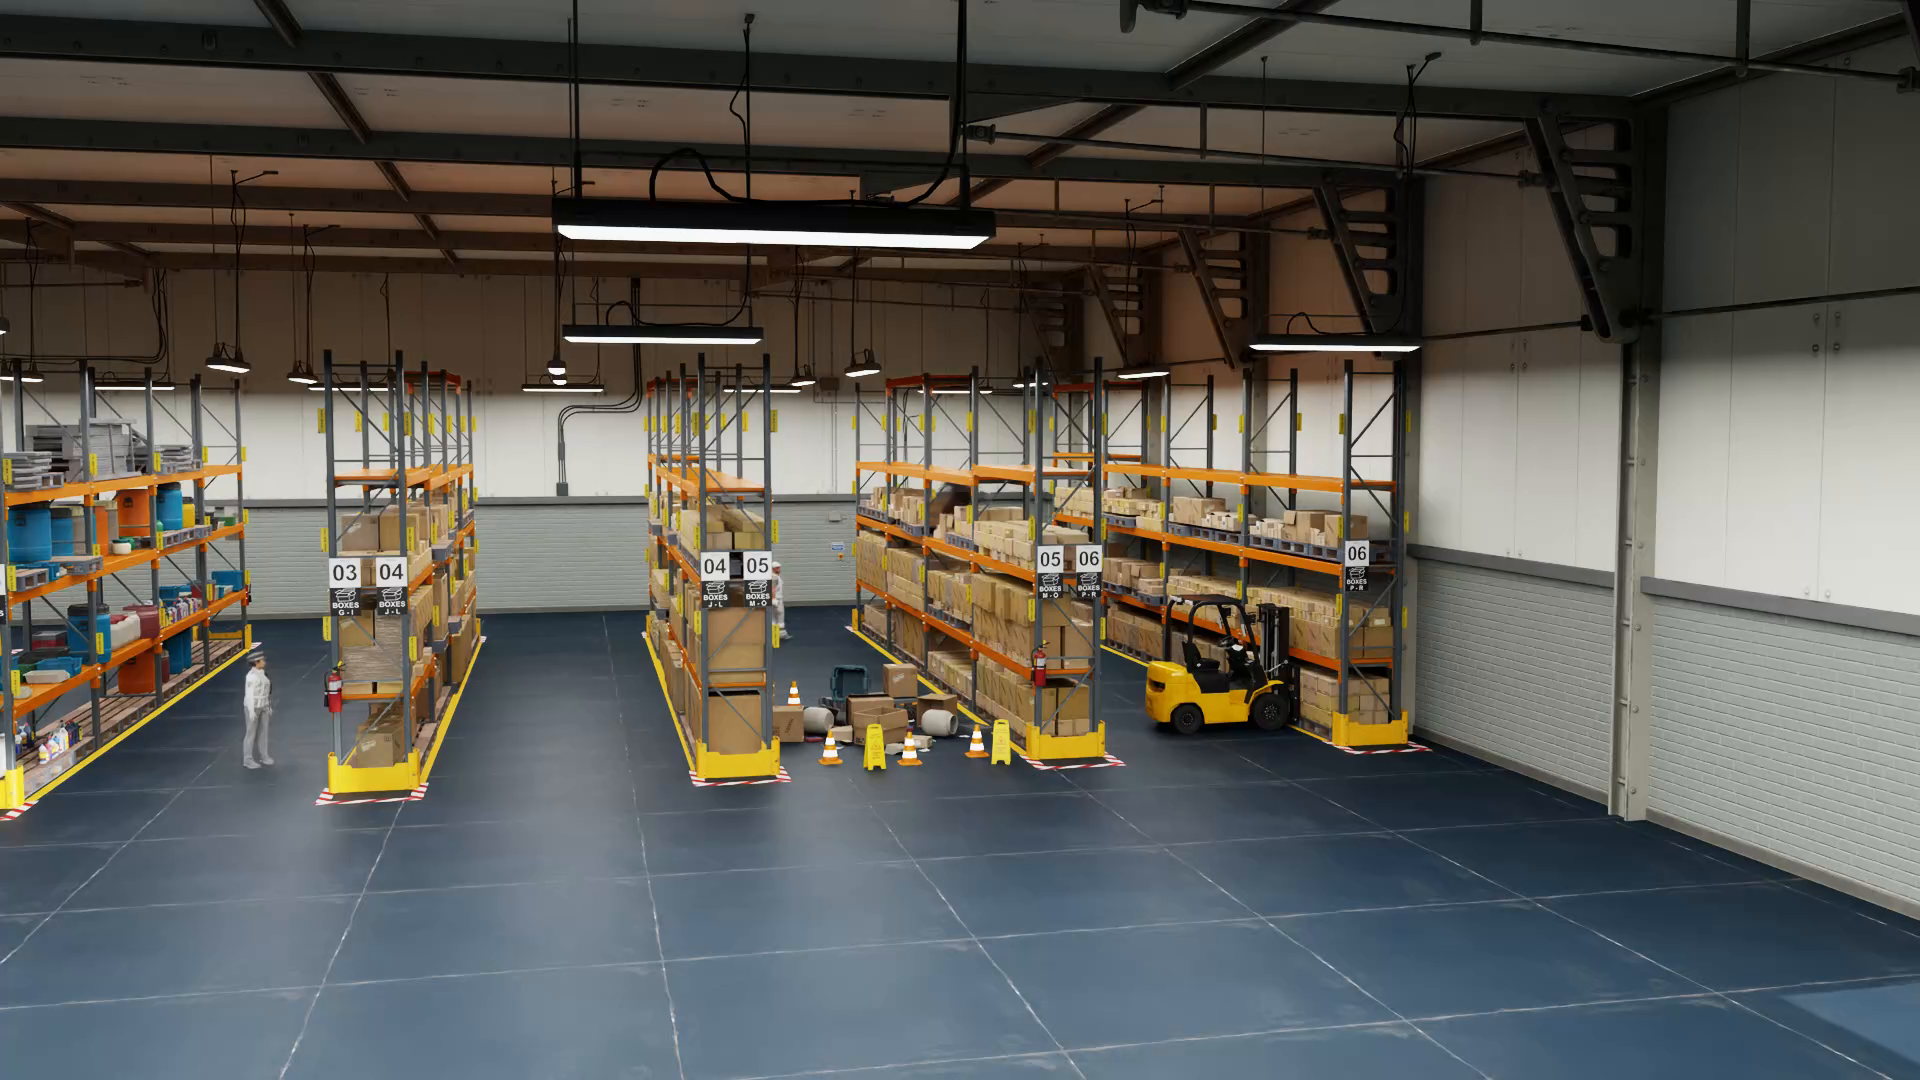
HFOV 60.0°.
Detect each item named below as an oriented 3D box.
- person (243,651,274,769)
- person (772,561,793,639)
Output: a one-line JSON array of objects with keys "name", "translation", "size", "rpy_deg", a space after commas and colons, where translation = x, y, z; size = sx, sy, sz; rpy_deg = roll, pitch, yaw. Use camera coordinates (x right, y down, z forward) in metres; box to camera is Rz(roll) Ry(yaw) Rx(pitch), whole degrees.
[{"name": "person", "translation": [-10.278, 2.468, 24.353], "size": [0.371, 1.703, 0.572], "rpy_deg": [1, 4, 9]}, {"name": "person", "translation": [-4.222, 1.395, 38.954], "size": [0.531, 1.791, 0.582], "rpy_deg": [-1, 4, -16]}]
